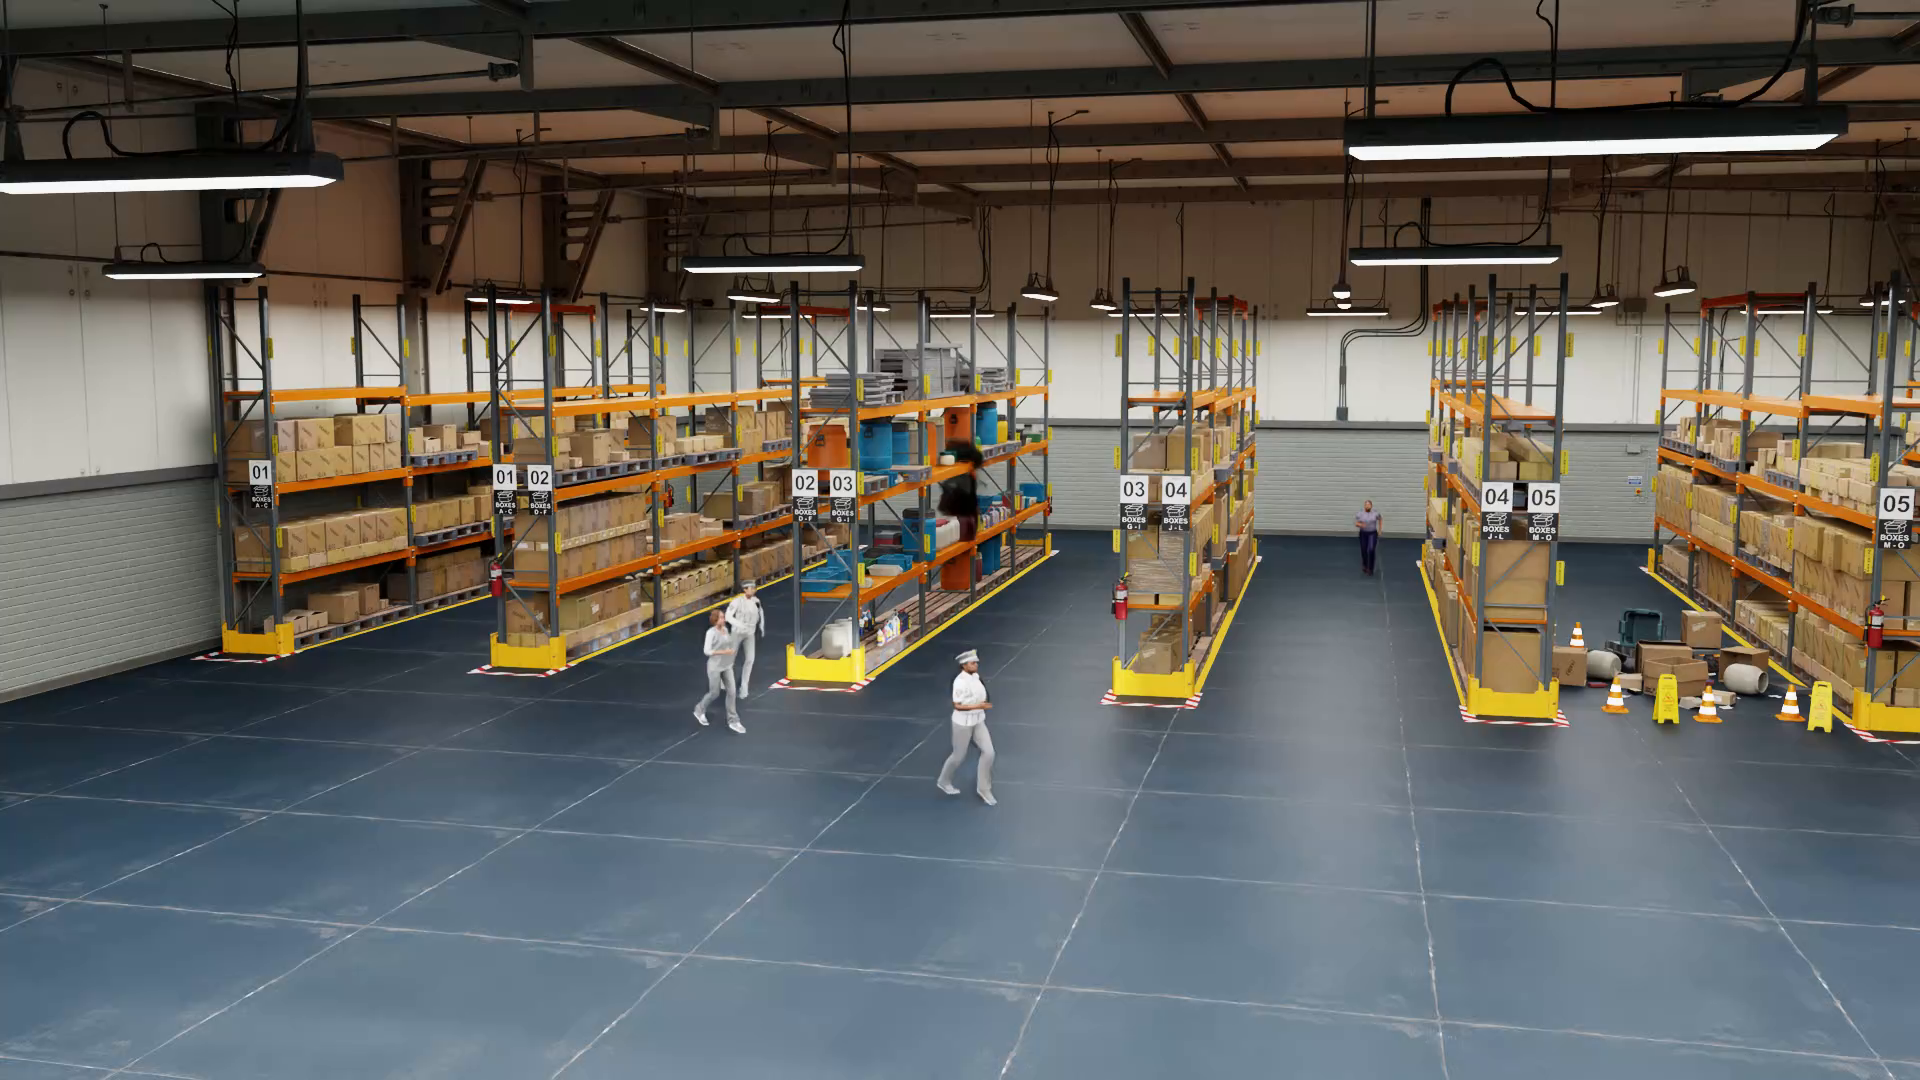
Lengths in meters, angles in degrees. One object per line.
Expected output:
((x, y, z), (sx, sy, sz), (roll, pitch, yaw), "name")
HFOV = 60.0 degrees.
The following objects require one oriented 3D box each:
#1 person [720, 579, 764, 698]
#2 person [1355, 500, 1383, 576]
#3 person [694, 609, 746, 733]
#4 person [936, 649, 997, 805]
((-3.141, 1.407, 24.233), (0.720, 1.711, 0.750), (-4, 8, -30), "person")
((9.063, -0.046, 36.946), (0.570, 1.706, 0.820), (3, 7, 21), "person")
((-3.145, 1.693, 21.718), (0.833, 1.595, 0.539), (5, 8, 35), "person")
((0.078, 2.065, 18.394), (0.774, 1.759, 0.559), (5, 8, 37), "person")
